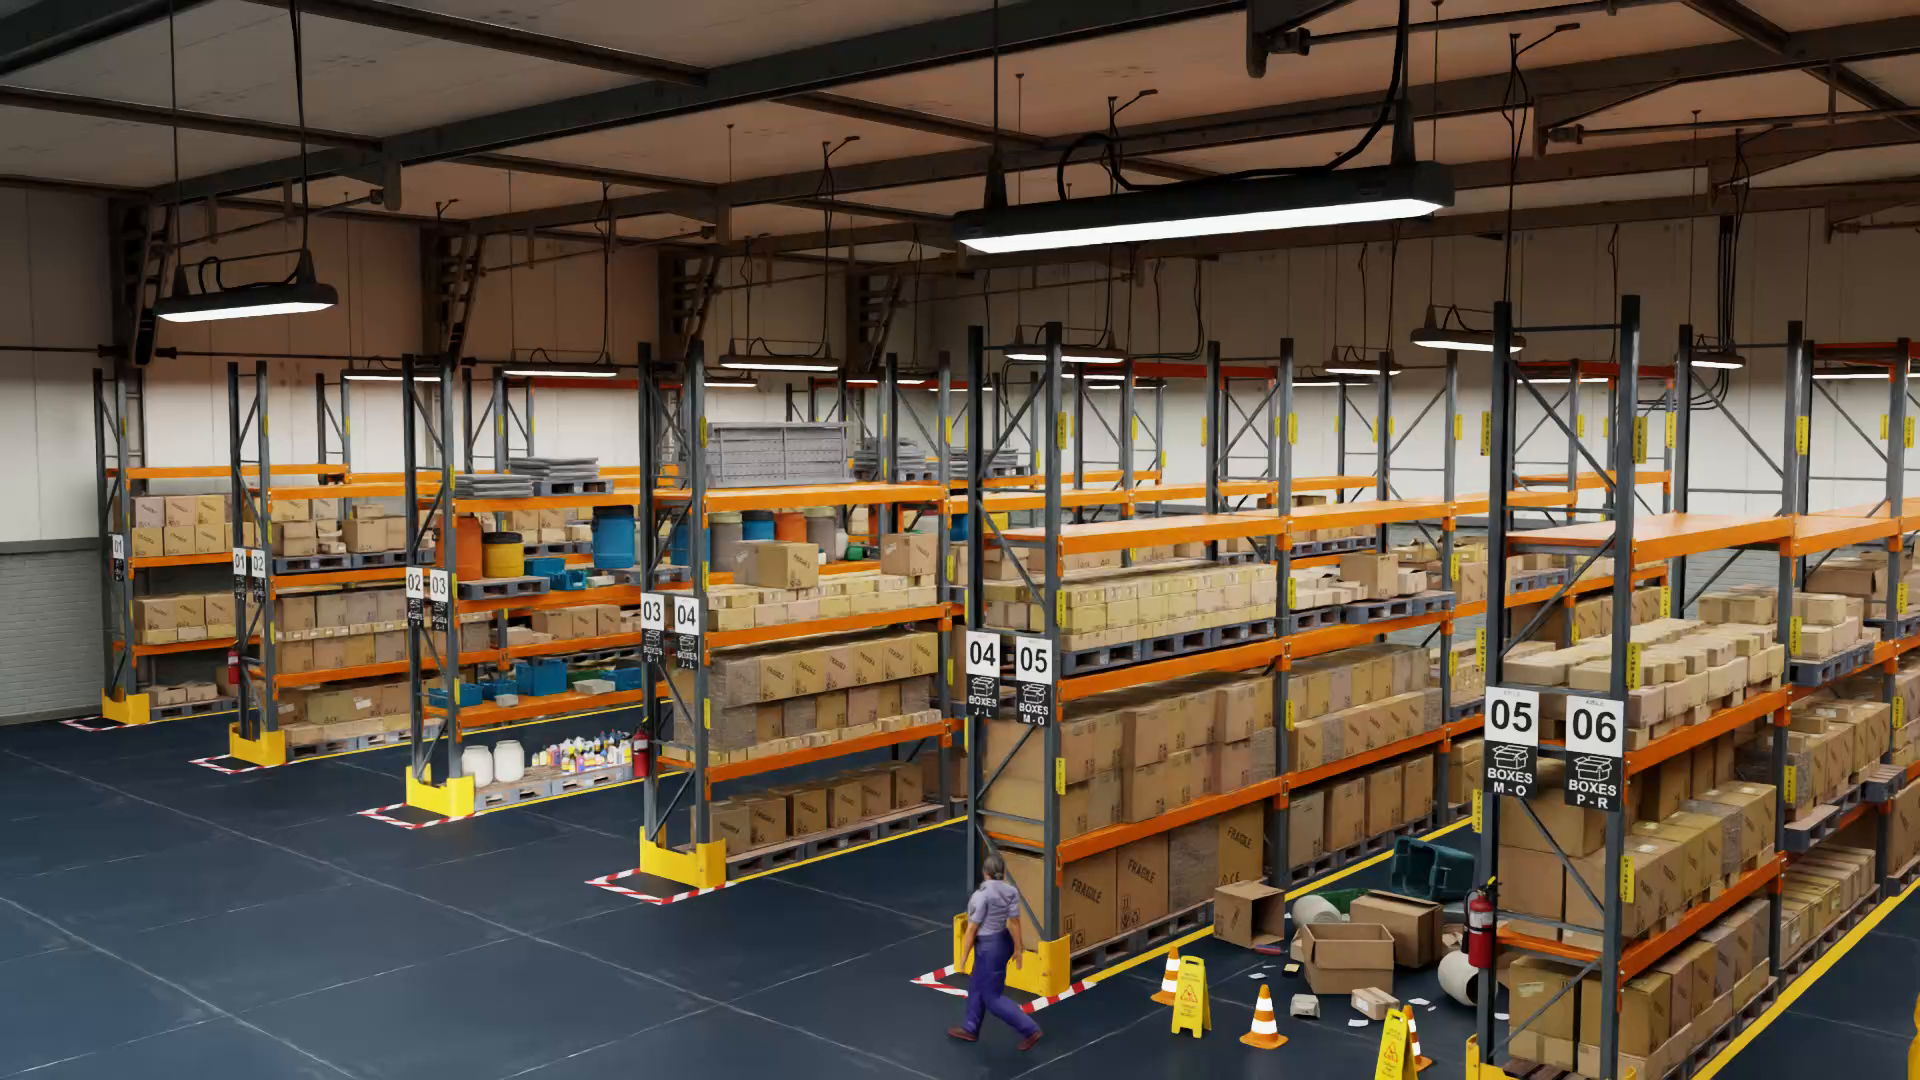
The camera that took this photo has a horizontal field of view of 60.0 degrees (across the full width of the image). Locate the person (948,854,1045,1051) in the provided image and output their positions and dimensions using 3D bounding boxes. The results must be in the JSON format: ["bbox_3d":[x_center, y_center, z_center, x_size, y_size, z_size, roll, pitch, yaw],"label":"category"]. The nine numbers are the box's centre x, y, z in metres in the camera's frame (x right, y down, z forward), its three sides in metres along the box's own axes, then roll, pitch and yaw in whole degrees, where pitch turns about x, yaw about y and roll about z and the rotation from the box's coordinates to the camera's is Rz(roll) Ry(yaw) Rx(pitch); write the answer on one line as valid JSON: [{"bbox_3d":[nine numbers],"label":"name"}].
[{"bbox_3d":[0.268,3.358,13.561,0.901,1.614,0.465,1,4,19],"label":"person"}]
